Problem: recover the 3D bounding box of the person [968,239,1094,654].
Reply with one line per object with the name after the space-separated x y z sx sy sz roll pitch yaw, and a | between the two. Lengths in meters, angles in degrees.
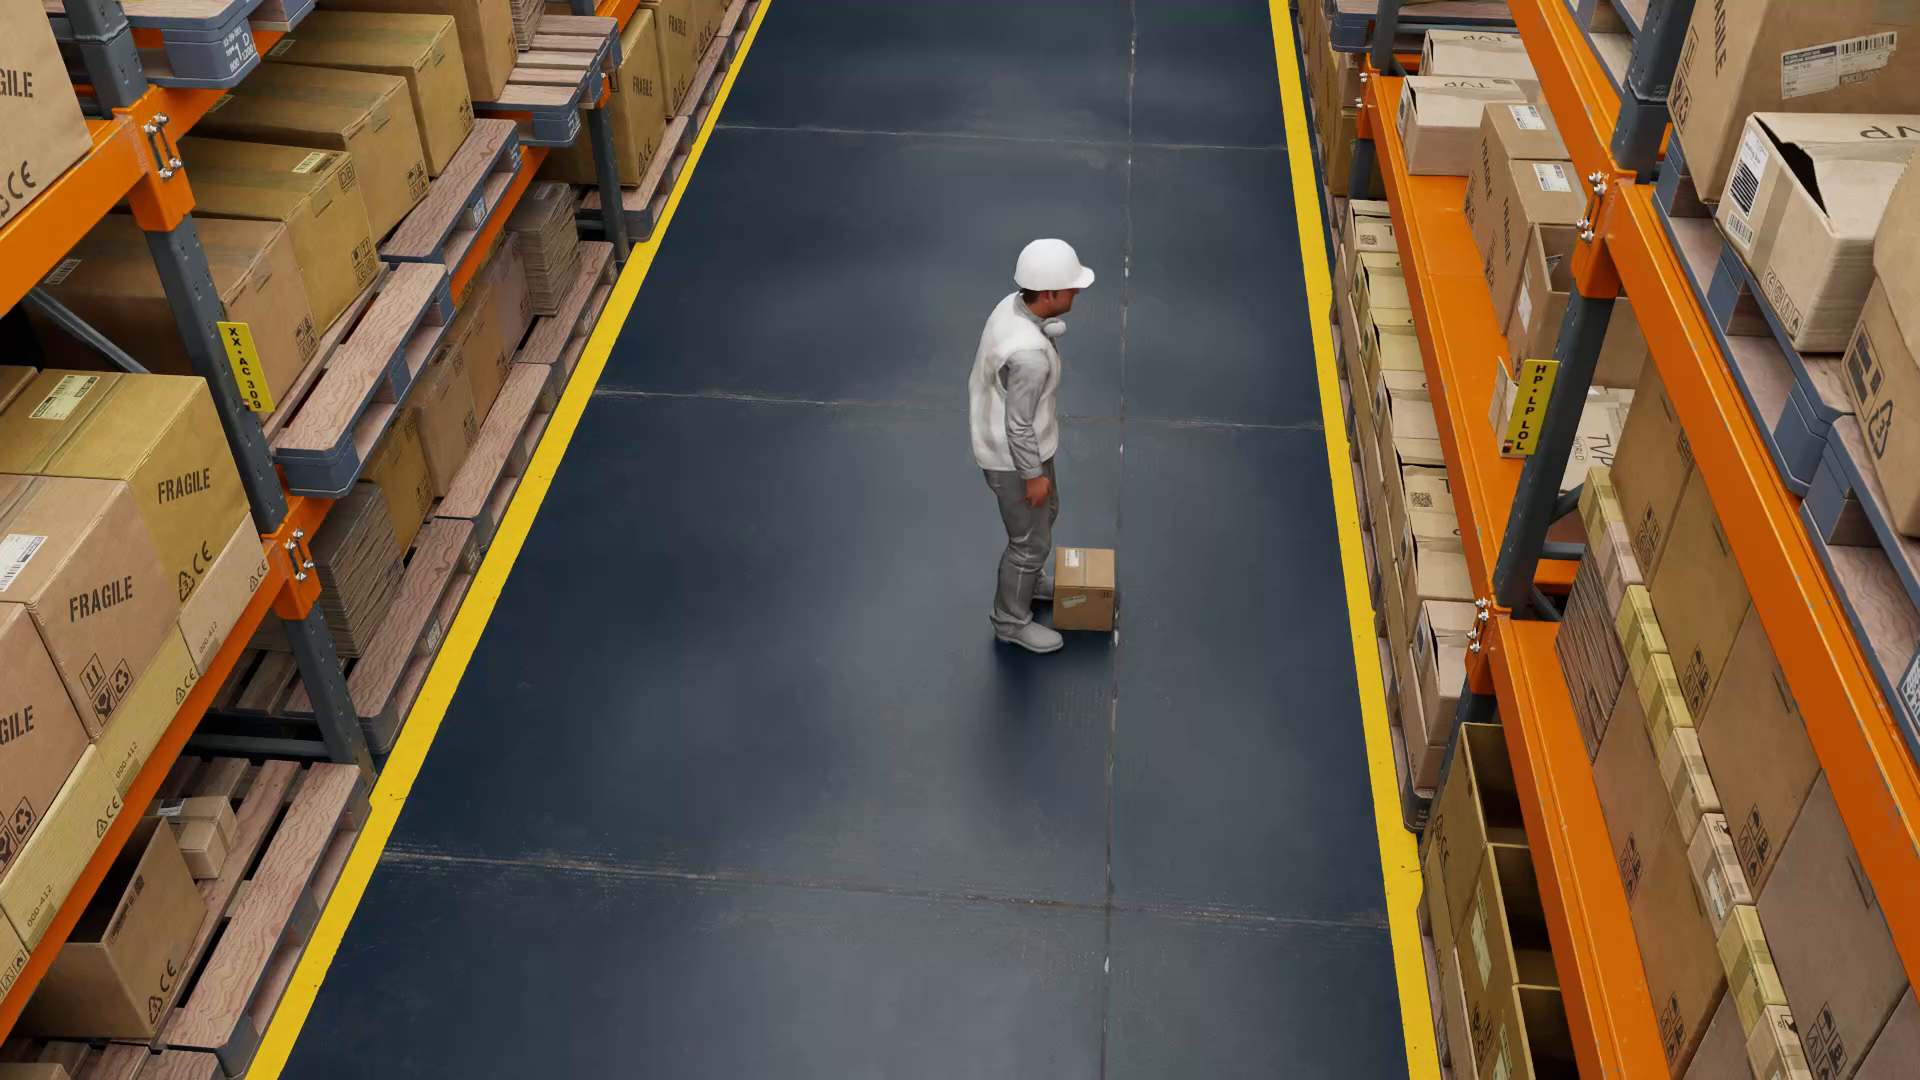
0.269 -0.389 6.603 0.475 1.771 0.592 1 40 1 | person
